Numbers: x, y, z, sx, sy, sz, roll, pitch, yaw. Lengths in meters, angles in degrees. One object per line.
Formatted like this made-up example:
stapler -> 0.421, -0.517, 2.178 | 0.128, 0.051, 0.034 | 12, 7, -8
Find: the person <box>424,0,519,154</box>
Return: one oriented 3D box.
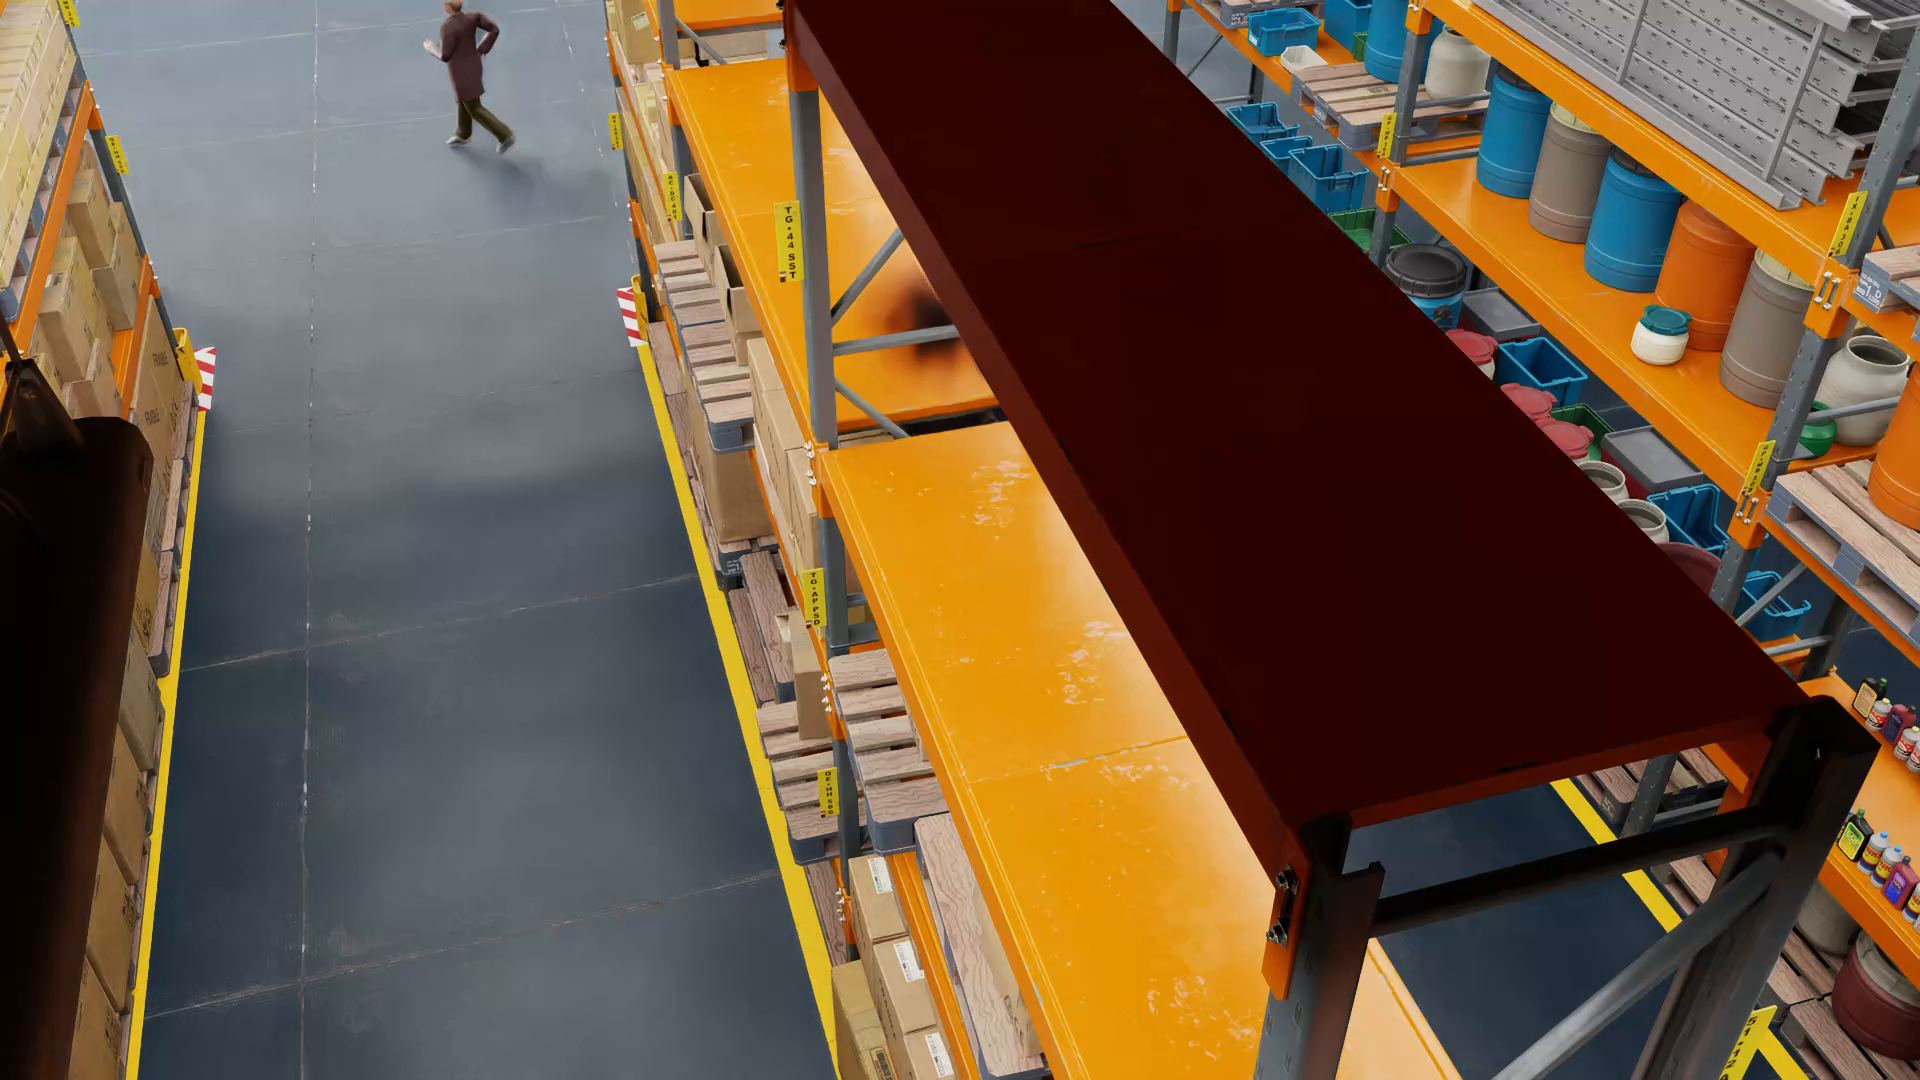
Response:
person -> -5.197, -4.912, 17.572 | 1.041, 1.805, 0.703 | 13, 40, 16
